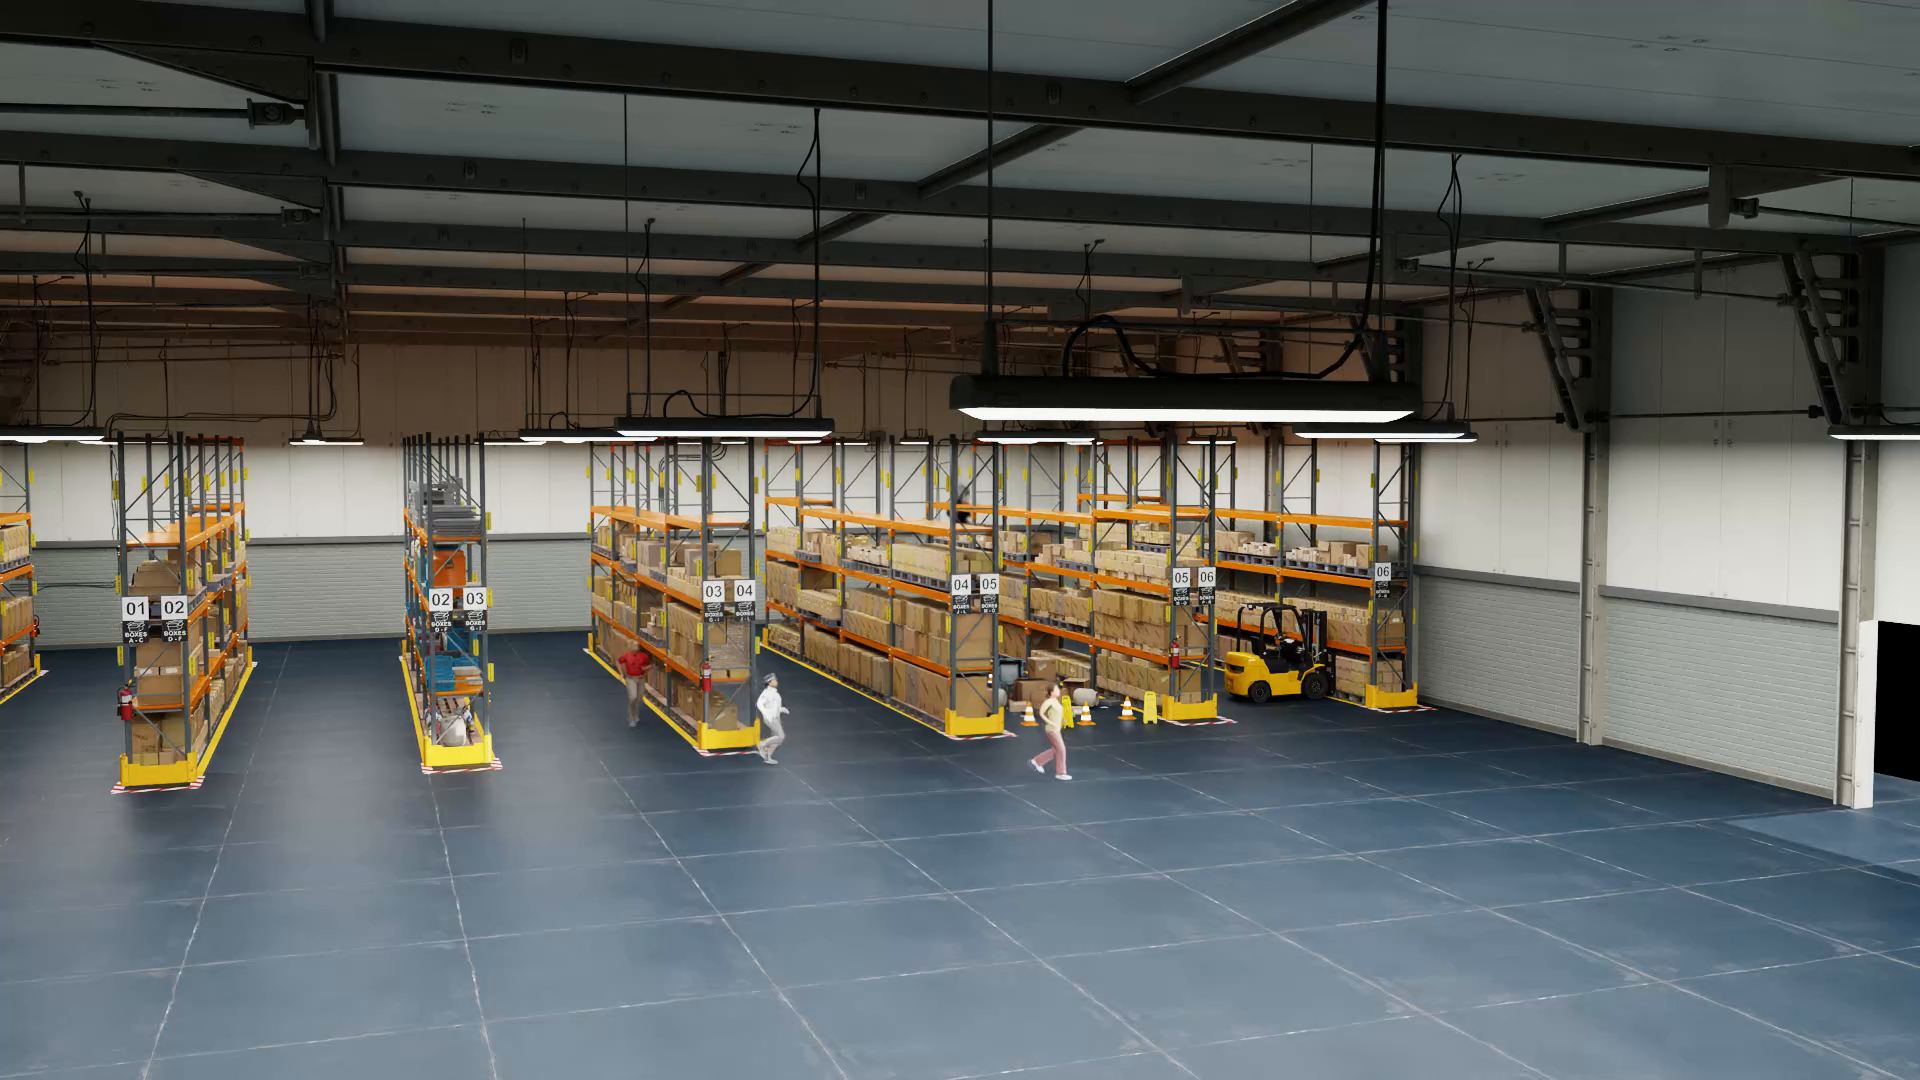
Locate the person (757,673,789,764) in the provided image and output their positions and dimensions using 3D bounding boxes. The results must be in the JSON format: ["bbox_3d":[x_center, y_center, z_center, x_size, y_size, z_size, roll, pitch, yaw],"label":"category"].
[{"bbox_3d":[-3.384,3.230,30.150,0.548,1.661,0.611,1,3,10],"label":"person"}]

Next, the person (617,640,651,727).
[{"bbox_3d":[-6.701,2.972,34.349,0.631,1.794,0.768,-2,4,-30],"label":"person"}]

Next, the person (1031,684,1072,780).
[{"bbox_3d":[1.574,3.310,28.746,0.763,1.648,0.592,1,3,19],"label":"person"}]

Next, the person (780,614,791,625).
[{"bbox_3d":[-5.146,2.189,49.674,0.565,1.557,0.553,-1,3,-18],"label":"person"}]
